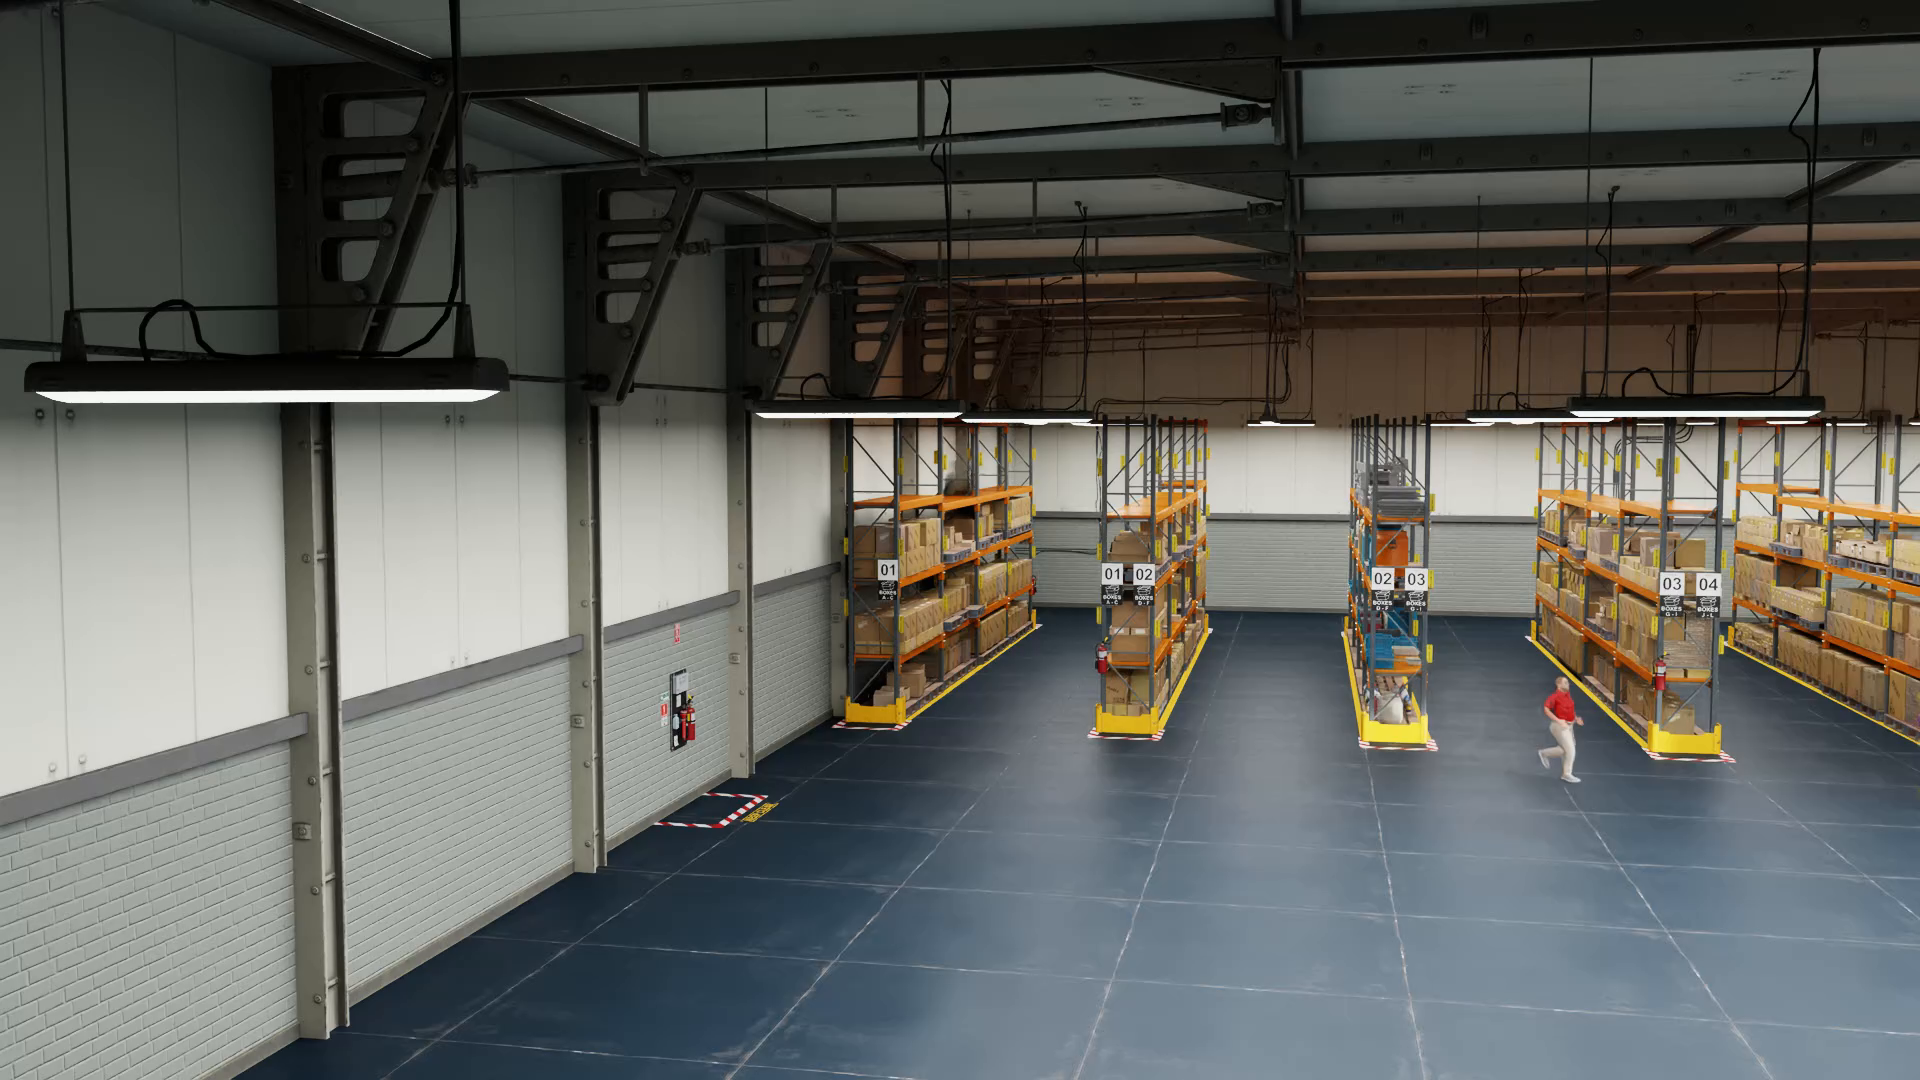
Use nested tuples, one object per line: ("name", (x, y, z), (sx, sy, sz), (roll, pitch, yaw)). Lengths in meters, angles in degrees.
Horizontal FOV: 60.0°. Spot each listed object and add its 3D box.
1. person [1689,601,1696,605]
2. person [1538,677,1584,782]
("person", (19.014, 1.941, 43.523), (0.760, 1.744, 0.965), (2, 4, 25))
("person", (9.798, 3.079, 27.199), (0.752, 1.707, 0.663), (4, 5, 43))
